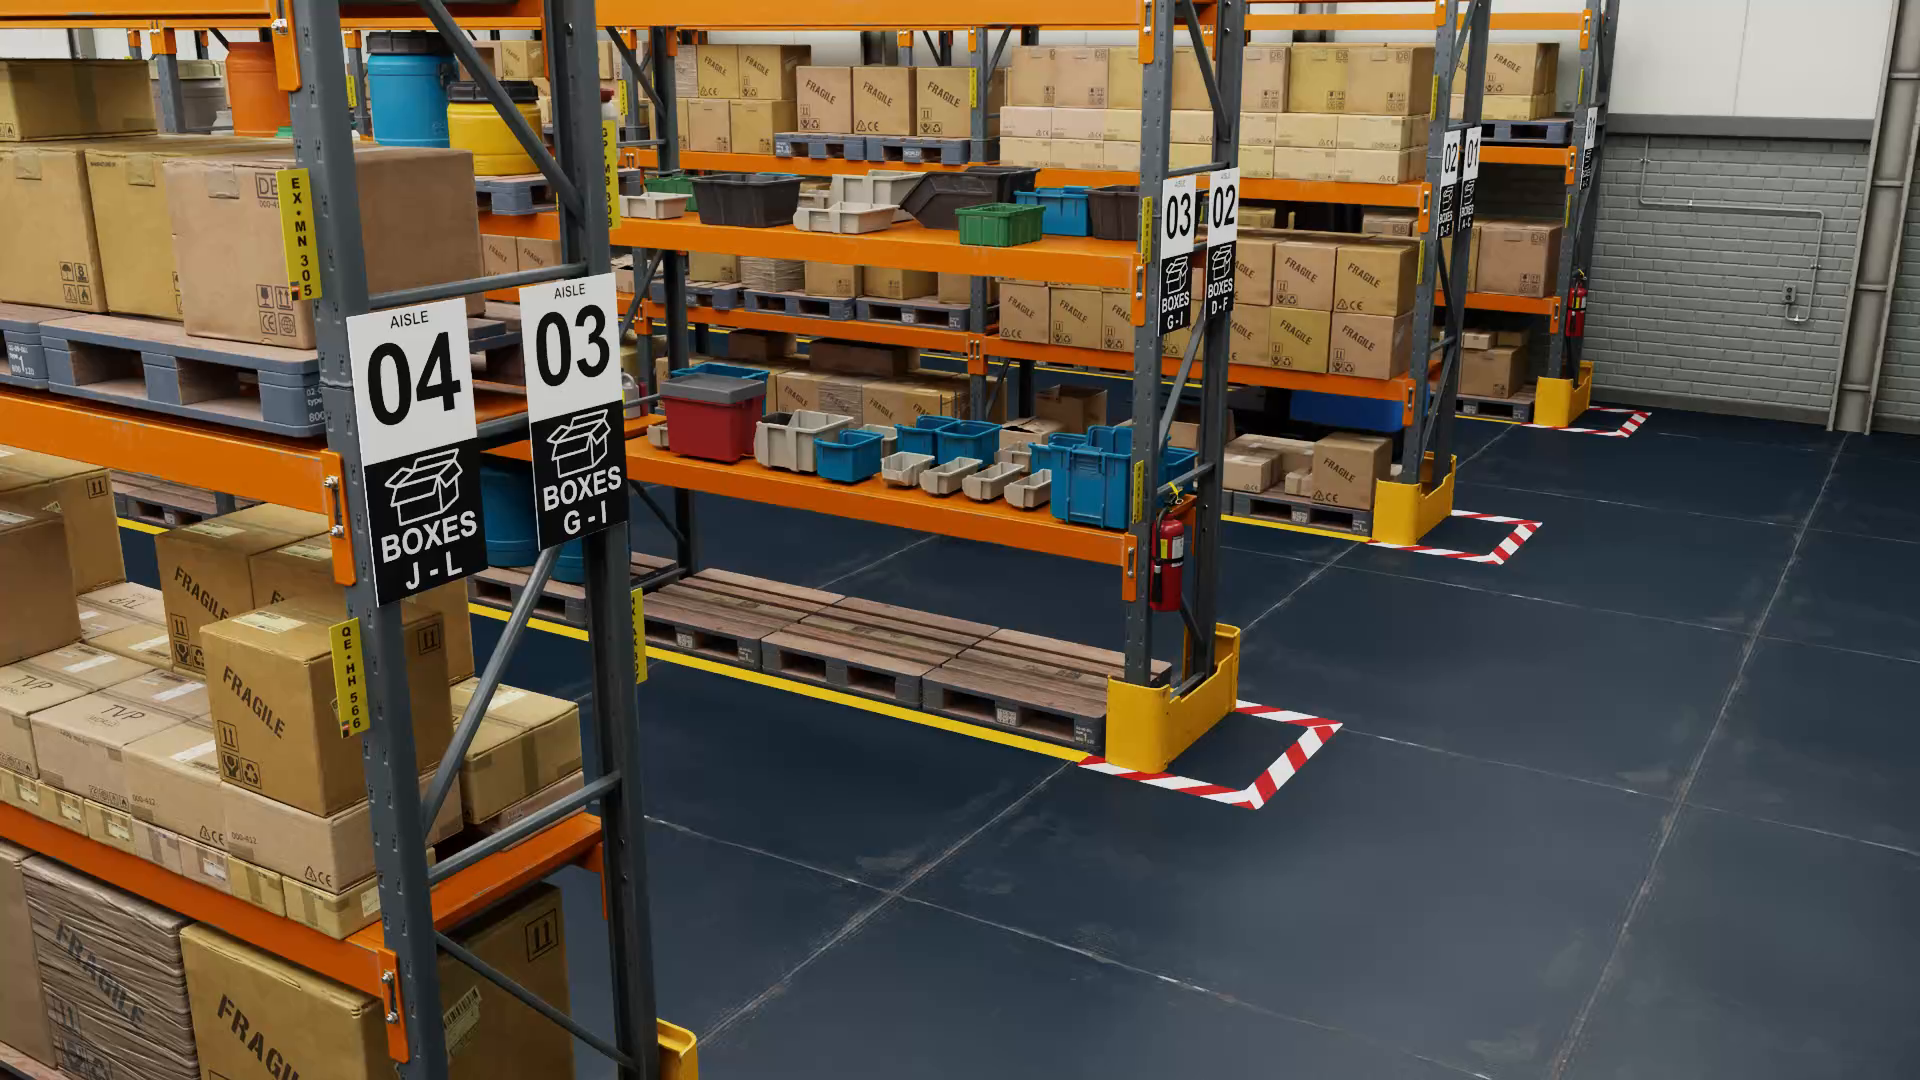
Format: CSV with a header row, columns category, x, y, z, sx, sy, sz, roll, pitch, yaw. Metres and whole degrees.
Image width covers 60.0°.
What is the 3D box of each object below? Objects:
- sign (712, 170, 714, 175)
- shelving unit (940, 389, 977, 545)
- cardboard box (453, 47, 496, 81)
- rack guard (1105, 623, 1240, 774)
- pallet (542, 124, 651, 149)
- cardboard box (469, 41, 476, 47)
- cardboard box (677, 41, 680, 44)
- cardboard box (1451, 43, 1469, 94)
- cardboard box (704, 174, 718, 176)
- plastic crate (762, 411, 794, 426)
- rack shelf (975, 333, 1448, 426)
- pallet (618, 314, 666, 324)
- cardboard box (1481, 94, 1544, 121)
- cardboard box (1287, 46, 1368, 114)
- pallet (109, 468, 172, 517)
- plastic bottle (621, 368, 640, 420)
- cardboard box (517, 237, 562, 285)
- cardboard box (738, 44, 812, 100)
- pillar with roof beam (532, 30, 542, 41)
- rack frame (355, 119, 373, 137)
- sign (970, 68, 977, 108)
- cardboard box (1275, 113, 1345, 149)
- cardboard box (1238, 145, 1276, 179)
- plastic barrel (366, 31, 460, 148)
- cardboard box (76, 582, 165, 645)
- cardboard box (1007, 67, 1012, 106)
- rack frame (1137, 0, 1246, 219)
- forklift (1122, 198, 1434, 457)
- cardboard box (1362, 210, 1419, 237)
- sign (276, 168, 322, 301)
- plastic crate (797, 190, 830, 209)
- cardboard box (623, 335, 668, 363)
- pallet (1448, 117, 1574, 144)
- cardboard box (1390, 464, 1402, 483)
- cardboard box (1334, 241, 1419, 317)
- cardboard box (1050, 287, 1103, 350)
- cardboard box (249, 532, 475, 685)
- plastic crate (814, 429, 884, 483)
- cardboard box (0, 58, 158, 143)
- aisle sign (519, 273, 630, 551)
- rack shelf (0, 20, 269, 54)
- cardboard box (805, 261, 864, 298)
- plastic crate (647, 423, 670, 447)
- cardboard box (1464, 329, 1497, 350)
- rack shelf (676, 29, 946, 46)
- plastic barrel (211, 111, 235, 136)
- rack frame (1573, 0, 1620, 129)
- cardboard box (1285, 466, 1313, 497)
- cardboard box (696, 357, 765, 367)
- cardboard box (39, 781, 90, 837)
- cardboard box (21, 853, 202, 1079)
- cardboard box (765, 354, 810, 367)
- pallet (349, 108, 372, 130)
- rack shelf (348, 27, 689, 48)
category,x,y,z,sx,sy,sz,roll,pitch,yaw
sign,-3.539,-5.283,23.620,0.005,0.325,0.100,10,20,30
shelving unit,-0.012,-0.576,13.214,0.189,1.200,0.258,10,20,30
cardboard box,-5.413,-5.102,18.101,0.500,0.500,0.500,12,21,35
rack guard,1.242,0.885,9.609,0.348,0.500,1.175,10,20,30
pallet,-3.632,-4.181,17.148,1.003,0.211,1.213,11,20,33
cardboard box,-7.034,-7.052,24.347,0.500,0.500,0.500,9,19,26
cardboard box,-4.094,-6.707,23.213,0.500,0.500,0.500,11,20,31
cardboard box,5.212,-4.859,17.129,0.500,0.500,0.500,11,20,32
cardboard box,-3.410,-4.763,22.973,0.500,0.500,0.700,10,20,30
plastic crate,-1.100,-0.714,10.940,0.590,0.125,0.437,10,20,30
rack shelf,2.106,-1.498,14.390,4.000,0.370,1.077,10,20,30
pallet,-4.417,-3.350,24.046,1.213,0.211,1.003,10,20,30
cardboard box,5.636,-4.423,16.985,0.500,0.250,0.500,11,20,32
cardboard box,2.982,-3.671,13.251,0.500,0.500,0.700,10,20,30
pallet,-7.278,-0.508,14.690,1.213,0.211,1.003,10,20,30
plastic bottle,-2.359,-1.037,11.718,0.185,0.351,0.144,10,20,30
cardboard box,-4.445,-3.054,18.102,0.500,0.500,0.500,9,19,27
cardboard box,-1.770,-4.493,15.960,0.500,0.500,0.500,10,20,30
pillar with roof beam,-8.439,-7.111,21.309,0.400,9.000,9.100,10,20,30
rack frame,-6.416,-3.363,19.293,0.127,3.000,1.000,10,20,30
sign,0.114,-3.880,14.264,0.005,0.325,0.100,10,20,30
cardboard box,2.812,-3.232,13.097,0.500,0.250,0.500,10,20,30
cardboard box,2.381,-3.066,13.411,0.500,0.250,0.500,10,20,30
plastic barrel,-3.729,-3.018,11.410,0.708,0.901,0.600,10,20,30
cardboard box,-3.395,0.394,6.671,0.500,0.250,0.500,11,20,31
cardboard box,0.969,-5.461,20.110,0.500,0.500,0.700,11,20,33
rack frame,1.214,-3.182,8.375,0.127,3.000,1.000,10,20,30
forklift,3.126,-2.481,16.507,3.031,2.935,1.130,11,20,33
cardboard box,4.689,-3.210,18.273,0.700,0.700,0.980,9,19,27
sign,-1.674,-0.774,4.220,0.005,0.325,0.100,10,20,30
plastic crate,-0.911,-2.130,10.526,0.466,0.136,0.293,10,20,30
cardboard box,-3.300,-2.061,18.049,0.500,0.311,0.500,11,20,32
pallet,5.762,-4.269,17.265,1.213,0.211,1.003,10,20,30
cardboard box,3.633,-0.533,14.124,0.250,0.149,0.380,10,20,30
cardboard box,3.287,-2.064,13.123,0.500,0.500,0.500,10,20,30
cardboard box,1.131,-1.972,14.541,0.500,0.500,0.500,11,20,31
cardboard box,-2.071,0.269,5.789,0.500,0.500,0.500,10,19,29
plastic crate,-0.670,-0.509,10.082,0.300,0.233,0.416,10,20,30
cardboard box,-3.094,-1.486,5.593,0.500,0.250,0.500,9,19,28
aisle sign,-1.159,-0.392,5.039,0.004,0.787,0.394,10,20,30
rack shelf,-7.307,-4.168,13.545,4.000,0.370,1.077,10,20,30
cardboard box,-1.136,-2.649,16.046,0.500,0.500,0.700,5,18,16
plastic crate,-1.872,-0.717,10.930,0.243,0.136,0.396,10,20,30
cardboard box,5.546,-2.137,17.717,0.250,0.149,0.380,10,19,29
rack shelf,-2.122,-6.622,21.623,4.000,0.370,1.077,10,20,30
plastic barrel,-5.707,-3.141,13.206,0.421,0.512,0.421,0,17,0
rack frame,6.399,-5.636,16.453,0.127,3.000,1.000,10,20,30
cardboard box,2.920,-0.499,13.979,0.250,0.166,0.380,10,20,30
cardboard box,-2.320,-1.551,16.871,0.500,0.500,0.500,9,19,28
cardboard box,-2.946,0.868,5.795,0.250,0.149,0.380,10,20,30
cardboard box,-2.740,1.515,6.167,0.875,0.875,0.875,10,20,30
cardboard box,-1.647,-1.607,17.053,0.500,0.500,0.500,9,19,28
pallet,-7.156,-4.880,19.276,1.213,0.211,1.003,10,20,30
rack shelf,-4.711,-5.394,17.582,4.000,0.370,1.077,10,20,30
